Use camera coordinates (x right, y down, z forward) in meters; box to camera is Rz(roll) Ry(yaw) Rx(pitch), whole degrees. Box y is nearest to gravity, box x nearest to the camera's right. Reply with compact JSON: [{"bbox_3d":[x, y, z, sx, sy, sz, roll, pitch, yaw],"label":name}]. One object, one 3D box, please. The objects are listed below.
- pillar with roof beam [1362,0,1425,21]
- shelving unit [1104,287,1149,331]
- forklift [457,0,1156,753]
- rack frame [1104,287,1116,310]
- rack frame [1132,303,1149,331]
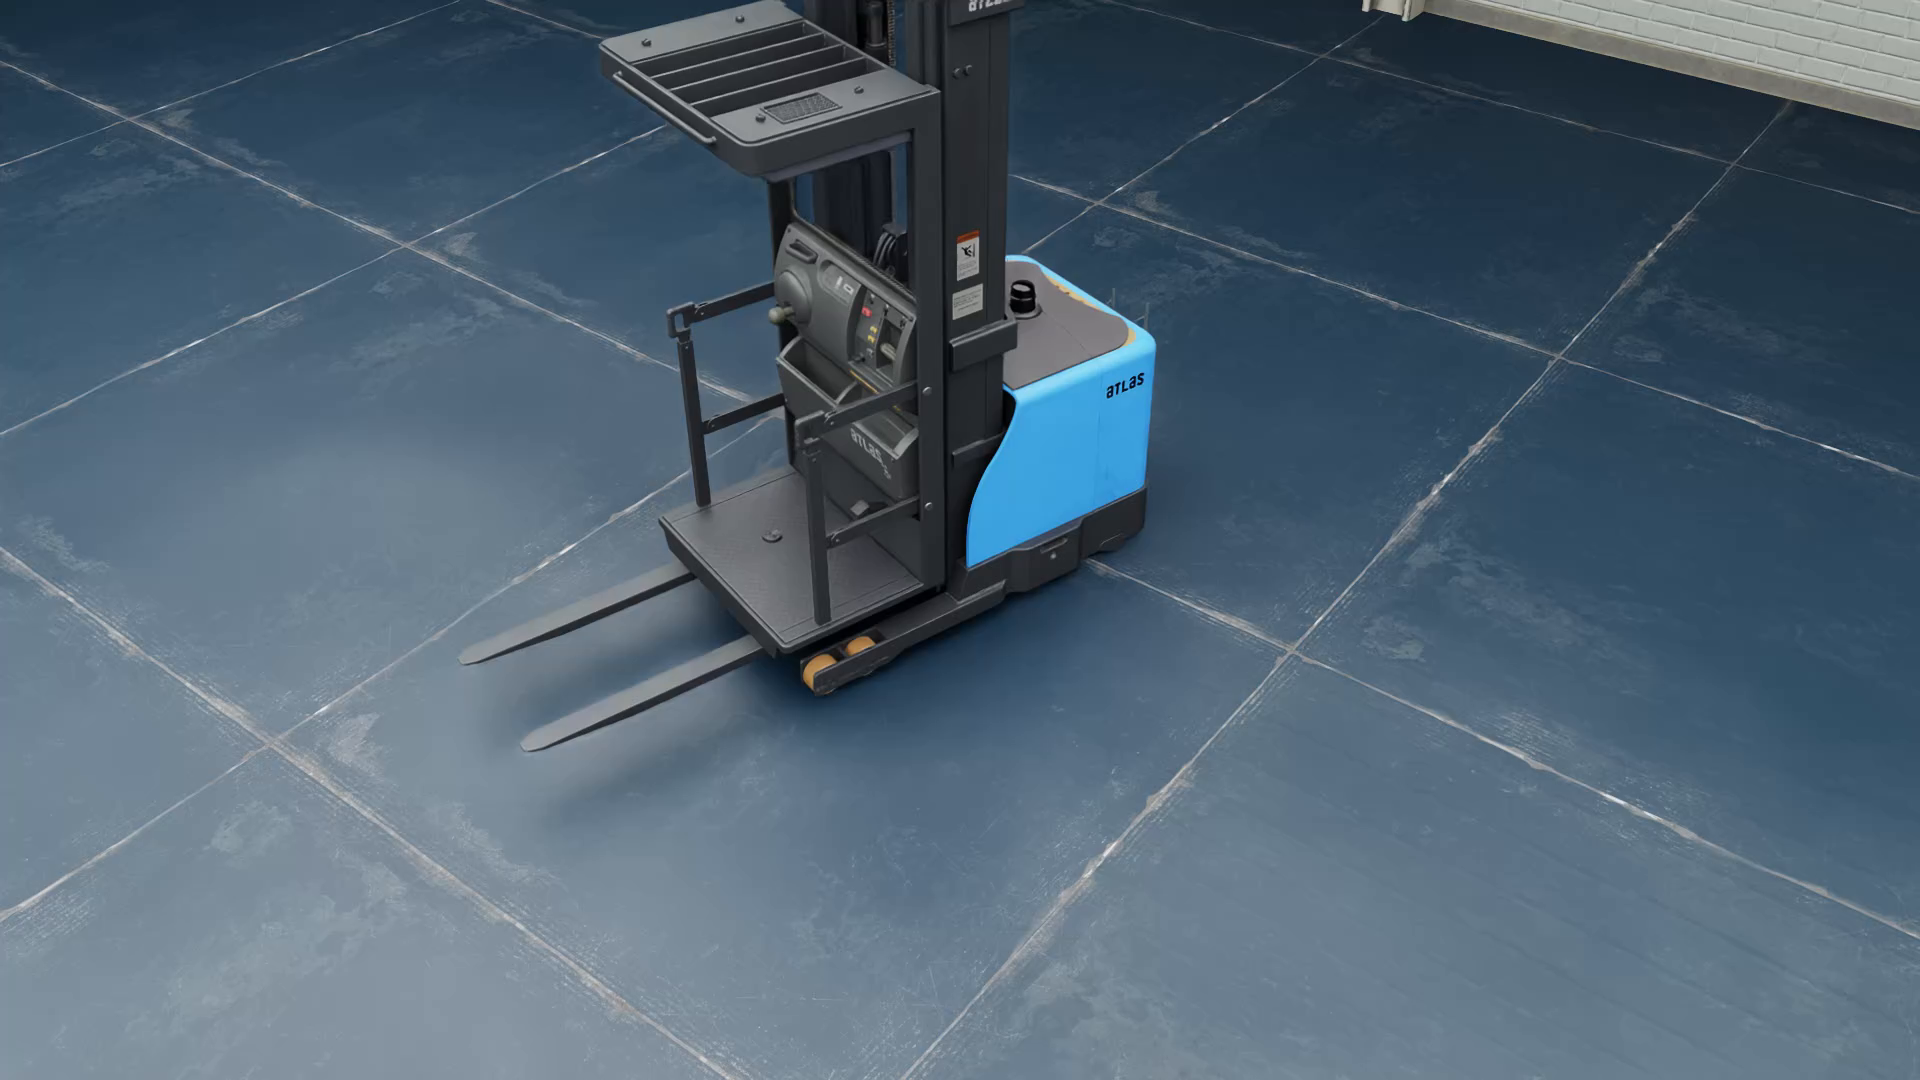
[{"bbox_3d":[0.790,-5.600,7.603,0.400,9.000,9.100,25,45,29],"label":"pillar with roof beam"},{"bbox_3d":[0.702,-0.730,7.941,0.210,0.900,0.258,31,45,34],"label":"shelving unit"},{"bbox_3d":[-0.632,-0.882,6.499,3.031,2.935,1.130,-24,44,-28],"label":"forklift"},{"bbox_3d":[0.630,-0.774,7.998,0.006,0.900,0.240,31,45,34],"label":"rack frame"},{"bbox_3d":[0.775,-0.686,7.885,0.006,0.900,0.240,31,45,34],"label":"rack frame"}]
